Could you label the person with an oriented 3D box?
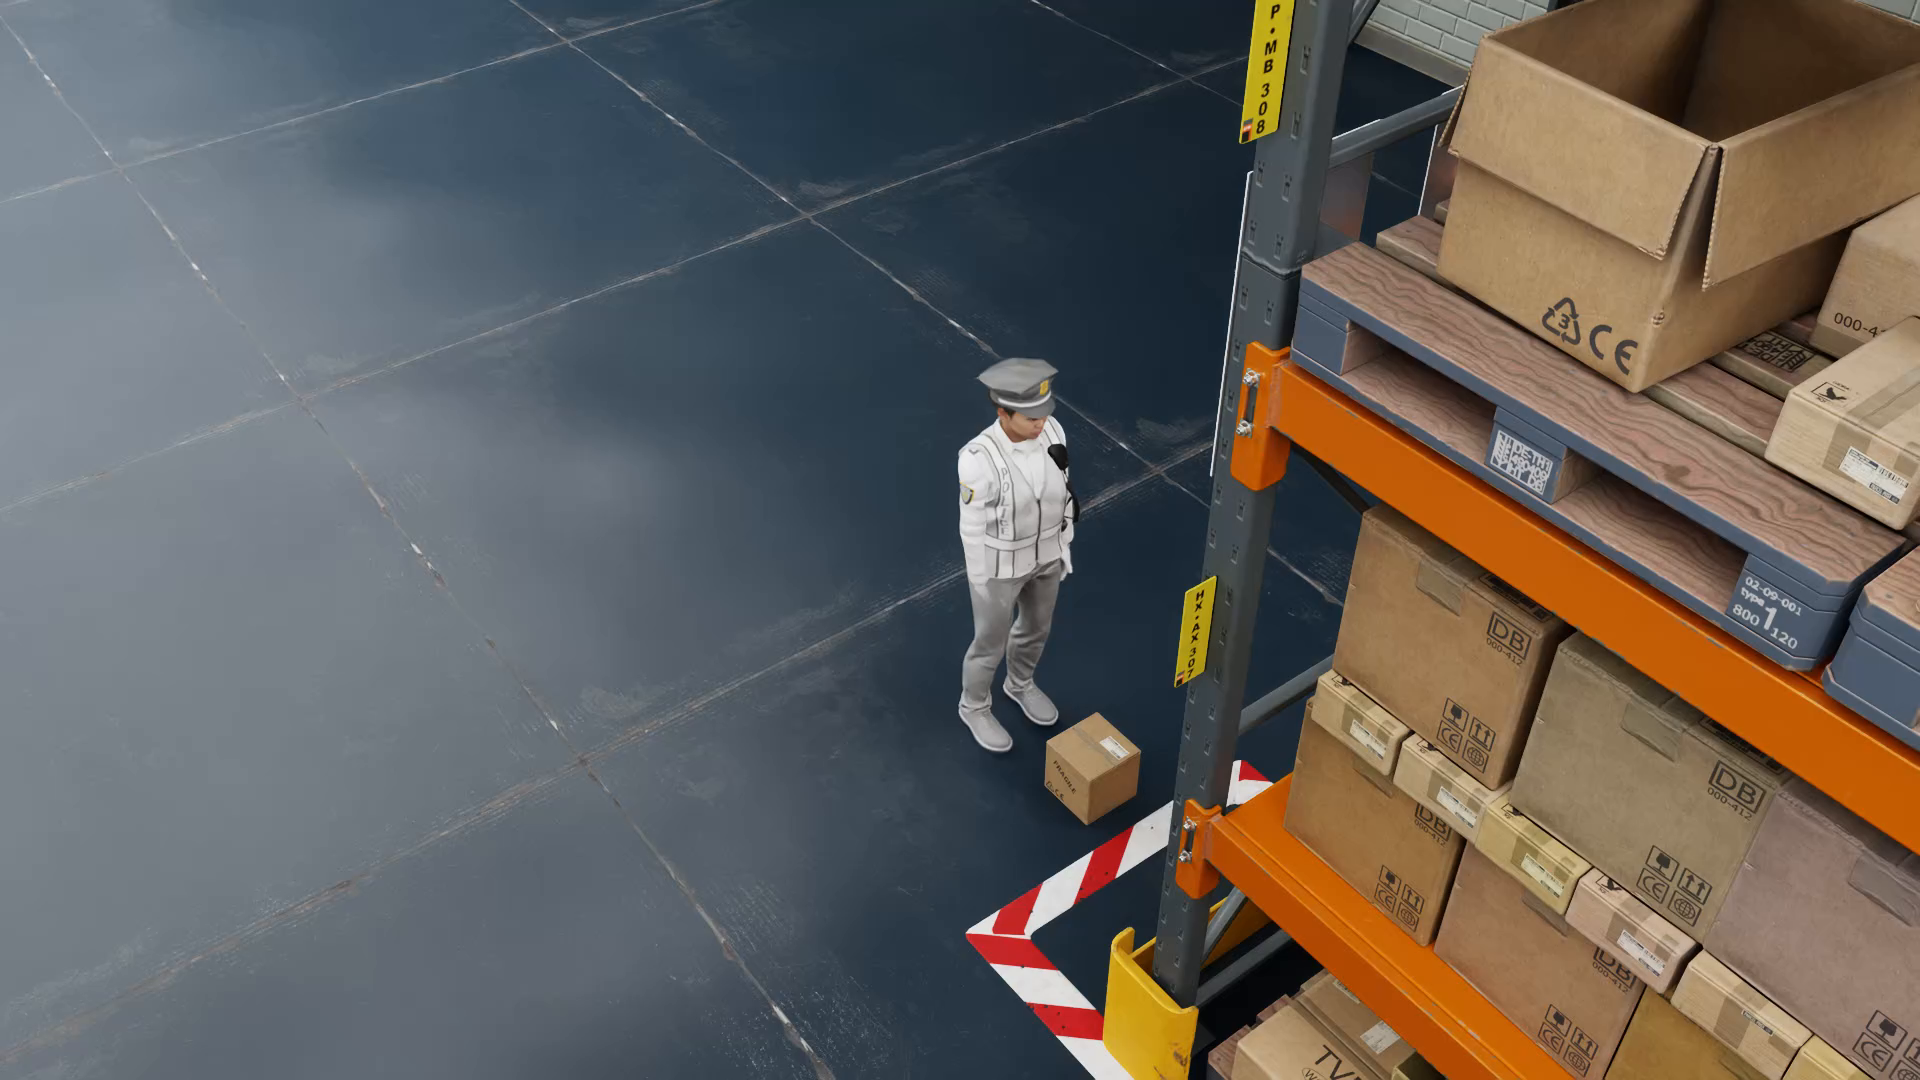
[{"bbox_3d":[0.220,0.072,6.071,0.468,1.671,0.329,-25,47,-27],"label":"person"}]
